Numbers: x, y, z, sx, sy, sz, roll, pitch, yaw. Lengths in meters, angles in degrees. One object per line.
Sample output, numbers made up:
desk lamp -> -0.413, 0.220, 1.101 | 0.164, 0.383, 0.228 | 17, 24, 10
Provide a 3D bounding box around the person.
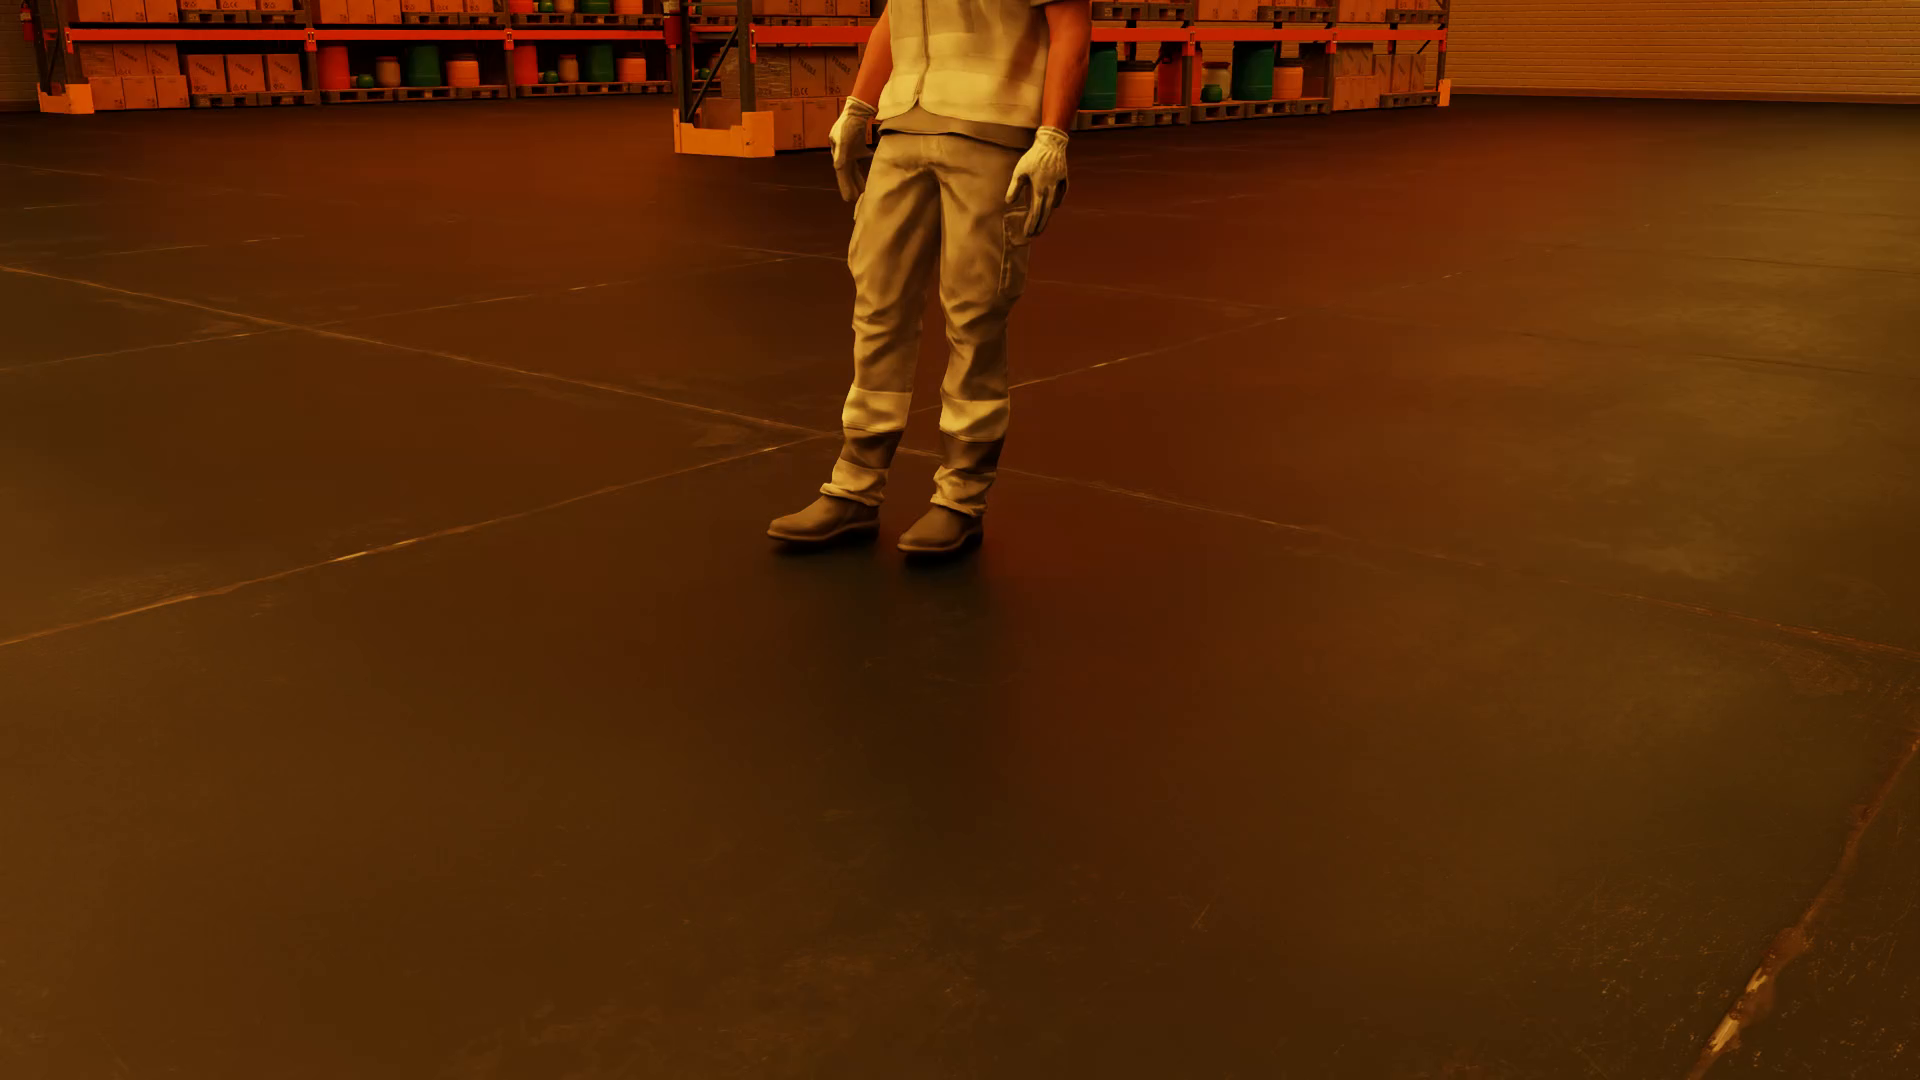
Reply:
person -> -0.060, -0.846, 3.627 | 0.638, 1.789, 0.561 | 13, 21, 37
